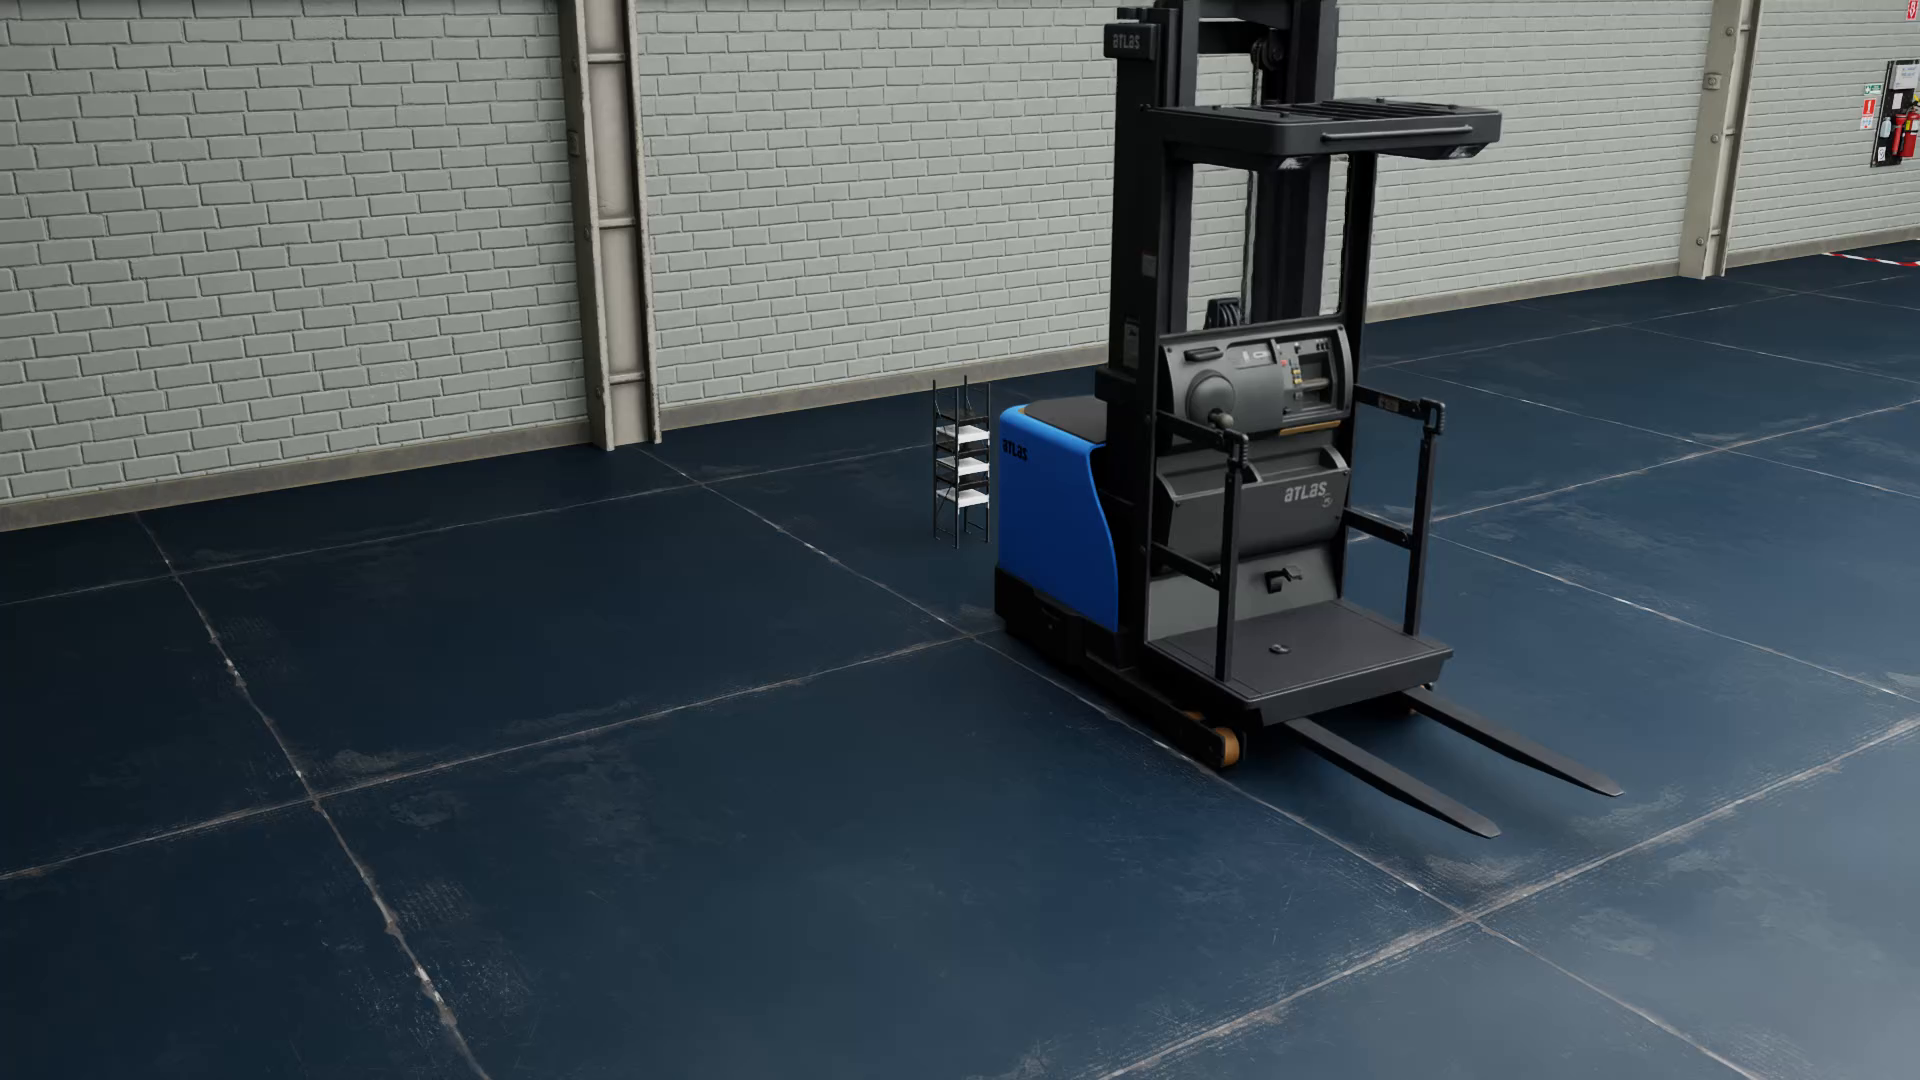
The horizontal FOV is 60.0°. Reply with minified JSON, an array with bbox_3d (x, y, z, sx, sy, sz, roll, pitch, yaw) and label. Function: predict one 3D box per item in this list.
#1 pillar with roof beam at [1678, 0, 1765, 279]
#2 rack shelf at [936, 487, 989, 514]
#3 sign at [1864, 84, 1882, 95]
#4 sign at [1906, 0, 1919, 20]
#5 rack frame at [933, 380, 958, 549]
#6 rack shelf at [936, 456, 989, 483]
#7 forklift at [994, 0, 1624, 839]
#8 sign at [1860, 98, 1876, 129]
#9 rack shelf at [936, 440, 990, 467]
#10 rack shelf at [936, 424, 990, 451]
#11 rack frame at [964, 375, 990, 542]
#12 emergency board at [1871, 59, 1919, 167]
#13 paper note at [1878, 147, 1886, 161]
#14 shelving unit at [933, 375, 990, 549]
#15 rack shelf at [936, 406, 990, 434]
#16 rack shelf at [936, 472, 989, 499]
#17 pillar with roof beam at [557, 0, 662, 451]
[{"bbox_3d":[10.136,-5.888,12.612,0.400,9.000,9.100,-12,22,-31],"label":"pillar with roof beam"},{"bbox_3d":[0.007,-0.226,9.173,0.200,0.077,0.258,-12,22,-31],"label":"rack shelf"},{"bbox_3d":[10.185,-5.026,18.546,0.331,0.109,0.001,-12,22,-31],"label":"sign"},{"bbox_3d":[10.633,-5.953,18.551,0.199,0.298,0.001,-12,22,-31],"label":"sign"},{"bbox_3d":[-0.078,-0.410,9.052,0.006,0.900,0.240,-12,22,-31],"label":"rack frame"},{"bbox_3d":[0.007,-0.396,9.116,0.200,0.077,0.258,-12,22,-31],"label":"rack shelf"},{"bbox_3d":[1.327,-0.652,6.596,1.130,2.935,3.031,-10,21,-28],"label":"forklift"},{"bbox_3d":[10.176,-4.777,18.635,0.234,0.329,0.001,-12,22,-31],"label":"sign"},{"bbox_3d":[0.007,-0.481,9.087,0.200,0.077,0.258,-12,22,-31],"label":"rack shelf"},{"bbox_3d":[0.007,-0.567,9.058,0.200,0.077,0.258,-12,22,-31],"label":"rack shelf"},{"bbox_3d":[0.092,-0.446,9.158,0.006,0.900,0.240,-12,22,-31],"label":"rack frame"},{"bbox_3d":[10.695,-4.830,18.847,0.643,1.169,0.194,-12,22,-31],"label":"emergency board"},{"bbox_3d":[10.509,-4.400,18.951,0.142,0.148,0.016,-12,22,-31],"label":"paper note"},{"bbox_3d":[0.007,-0.428,9.105,0.210,0.900,0.258,-12,22,-31],"label":"shelving unit"},{"bbox_3d":[0.007,-0.652,9.029,0.200,0.077,0.258,-12,22,-31],"label":"rack shelf"},{"bbox_3d":[0.007,-0.311,9.144,0.200,0.077,0.258,-12,22,-31],"label":"rack shelf"},{"bbox_3d":[0.114,-3.775,6.360,0.400,9.000,9.100,-12,22,-31],"label":"pillar with roof beam"}]
